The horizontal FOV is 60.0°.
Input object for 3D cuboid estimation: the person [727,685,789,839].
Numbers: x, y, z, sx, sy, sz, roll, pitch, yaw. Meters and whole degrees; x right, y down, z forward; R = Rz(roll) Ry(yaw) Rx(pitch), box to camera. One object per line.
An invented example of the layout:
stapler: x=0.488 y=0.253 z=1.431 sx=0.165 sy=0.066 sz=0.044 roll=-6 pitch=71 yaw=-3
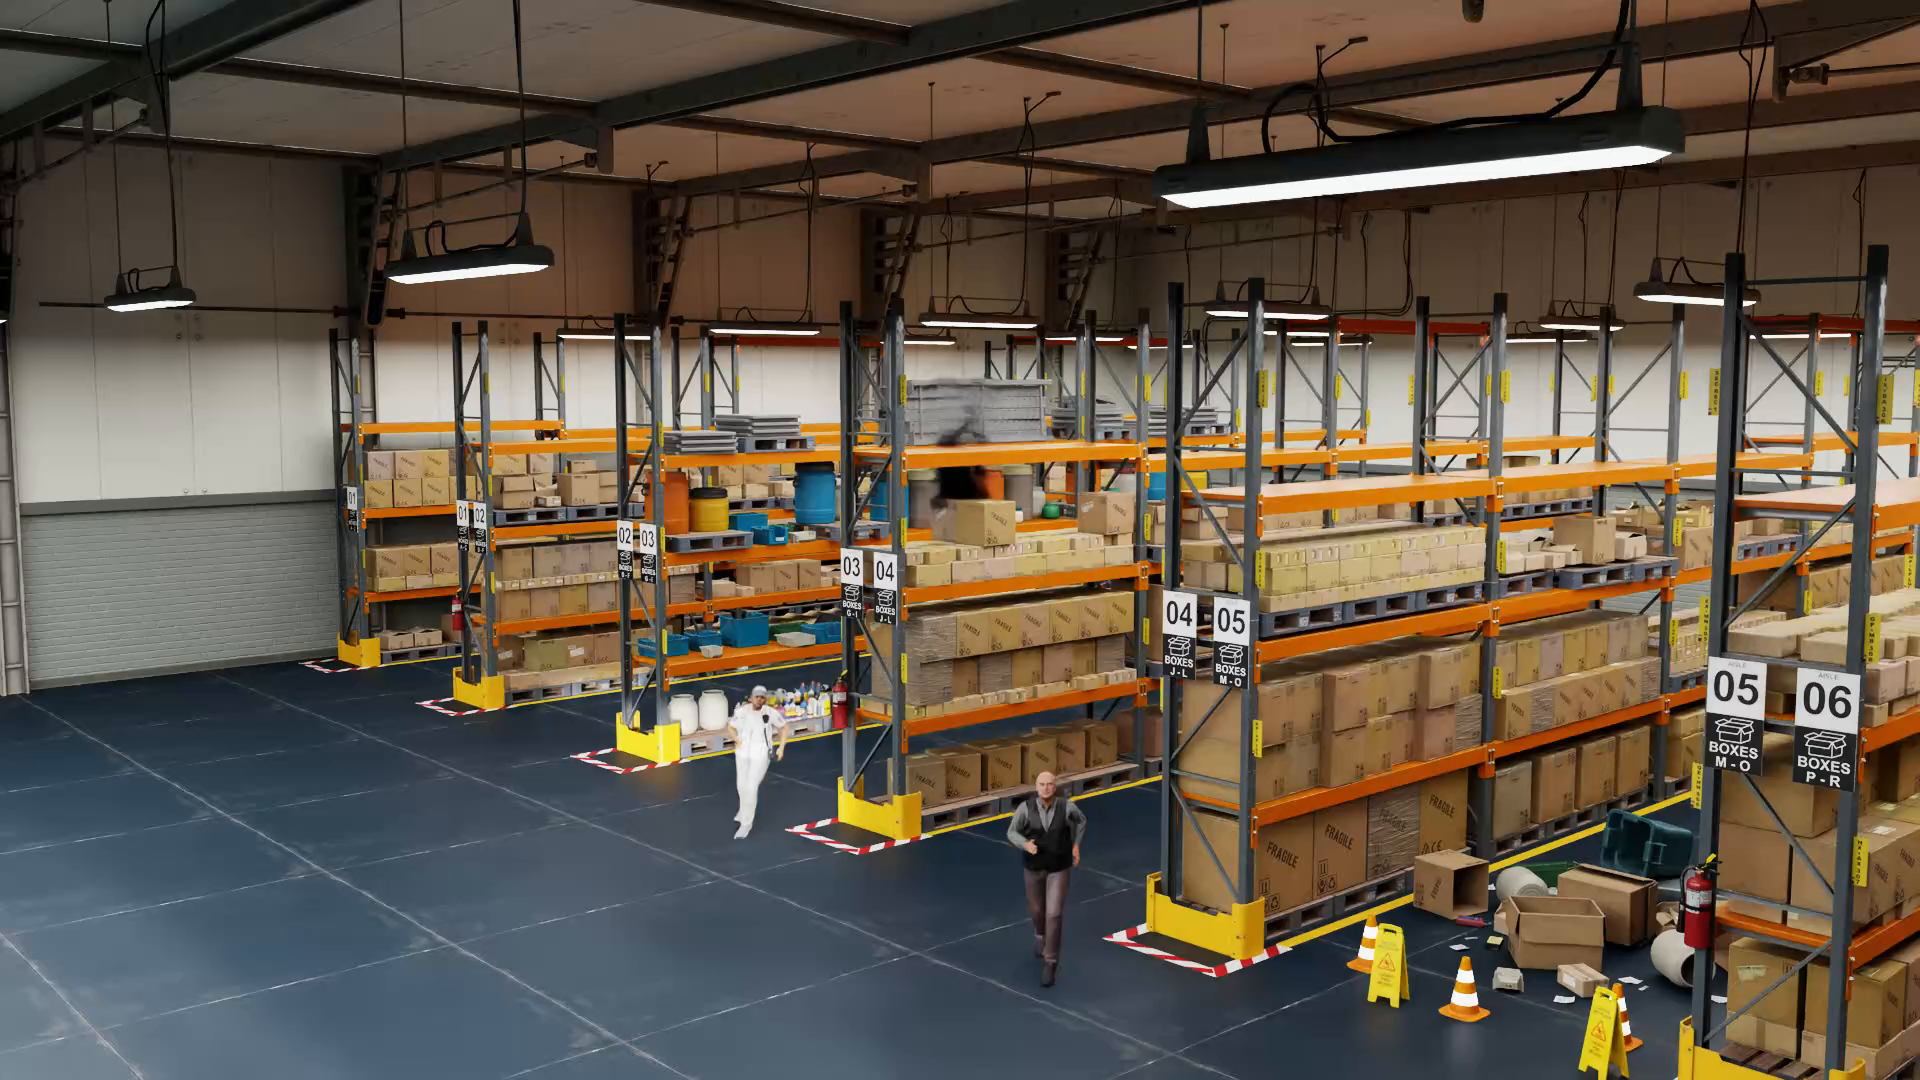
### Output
person: x=-2.317 y=2.481 z=18.862 sx=0.664 sy=1.694 sz=0.773 roll=1 pitch=6 yaw=11

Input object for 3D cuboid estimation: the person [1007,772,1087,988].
person: x=0.742 y=2.875 z=14.403 sx=0.661 sy=1.760 sz=0.845 roll=1 pitch=6 yaw=12
